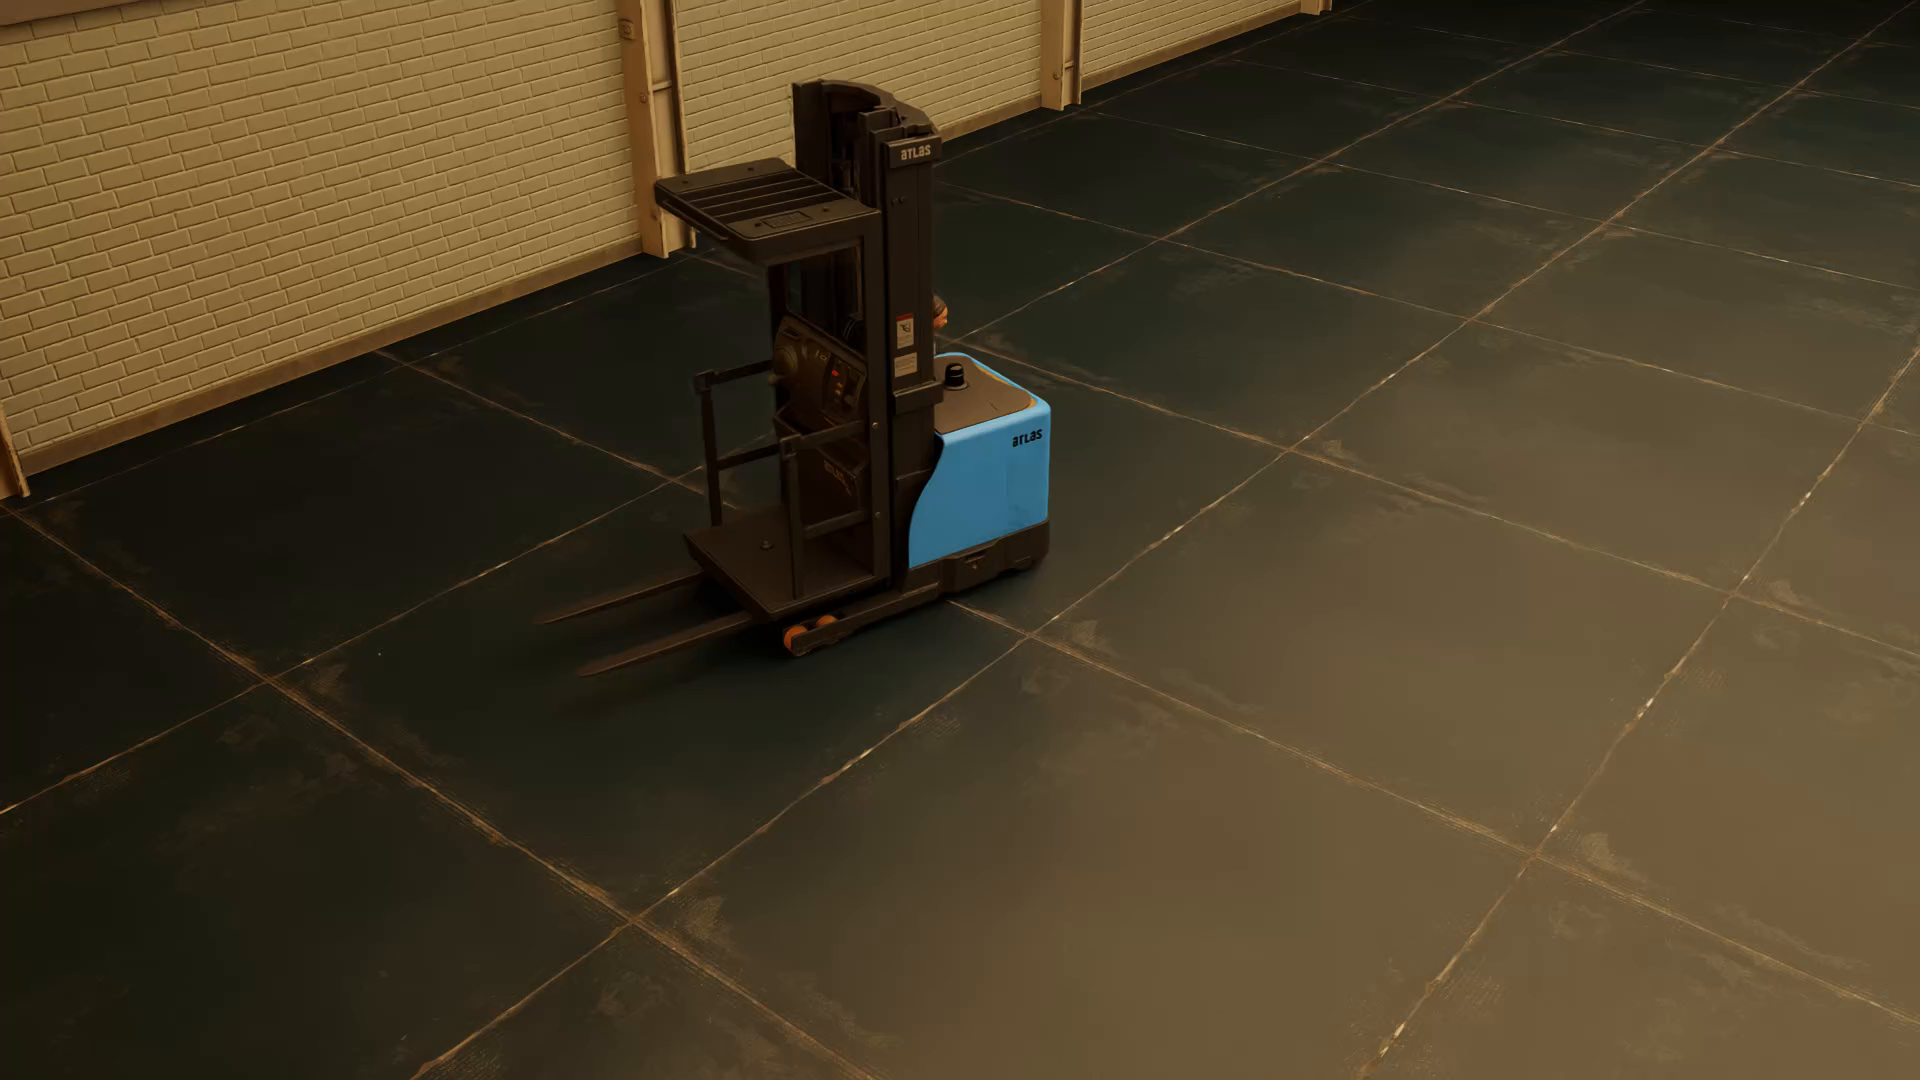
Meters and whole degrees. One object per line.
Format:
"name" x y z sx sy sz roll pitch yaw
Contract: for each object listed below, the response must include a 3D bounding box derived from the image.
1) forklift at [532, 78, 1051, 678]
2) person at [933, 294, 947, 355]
"forklift" -0.956 -0.916 9.163 3.031 2.935 1.130 -19 35 -29
"person" -0.070 -0.937 10.814 0.871 1.431 0.870 5 31 9
